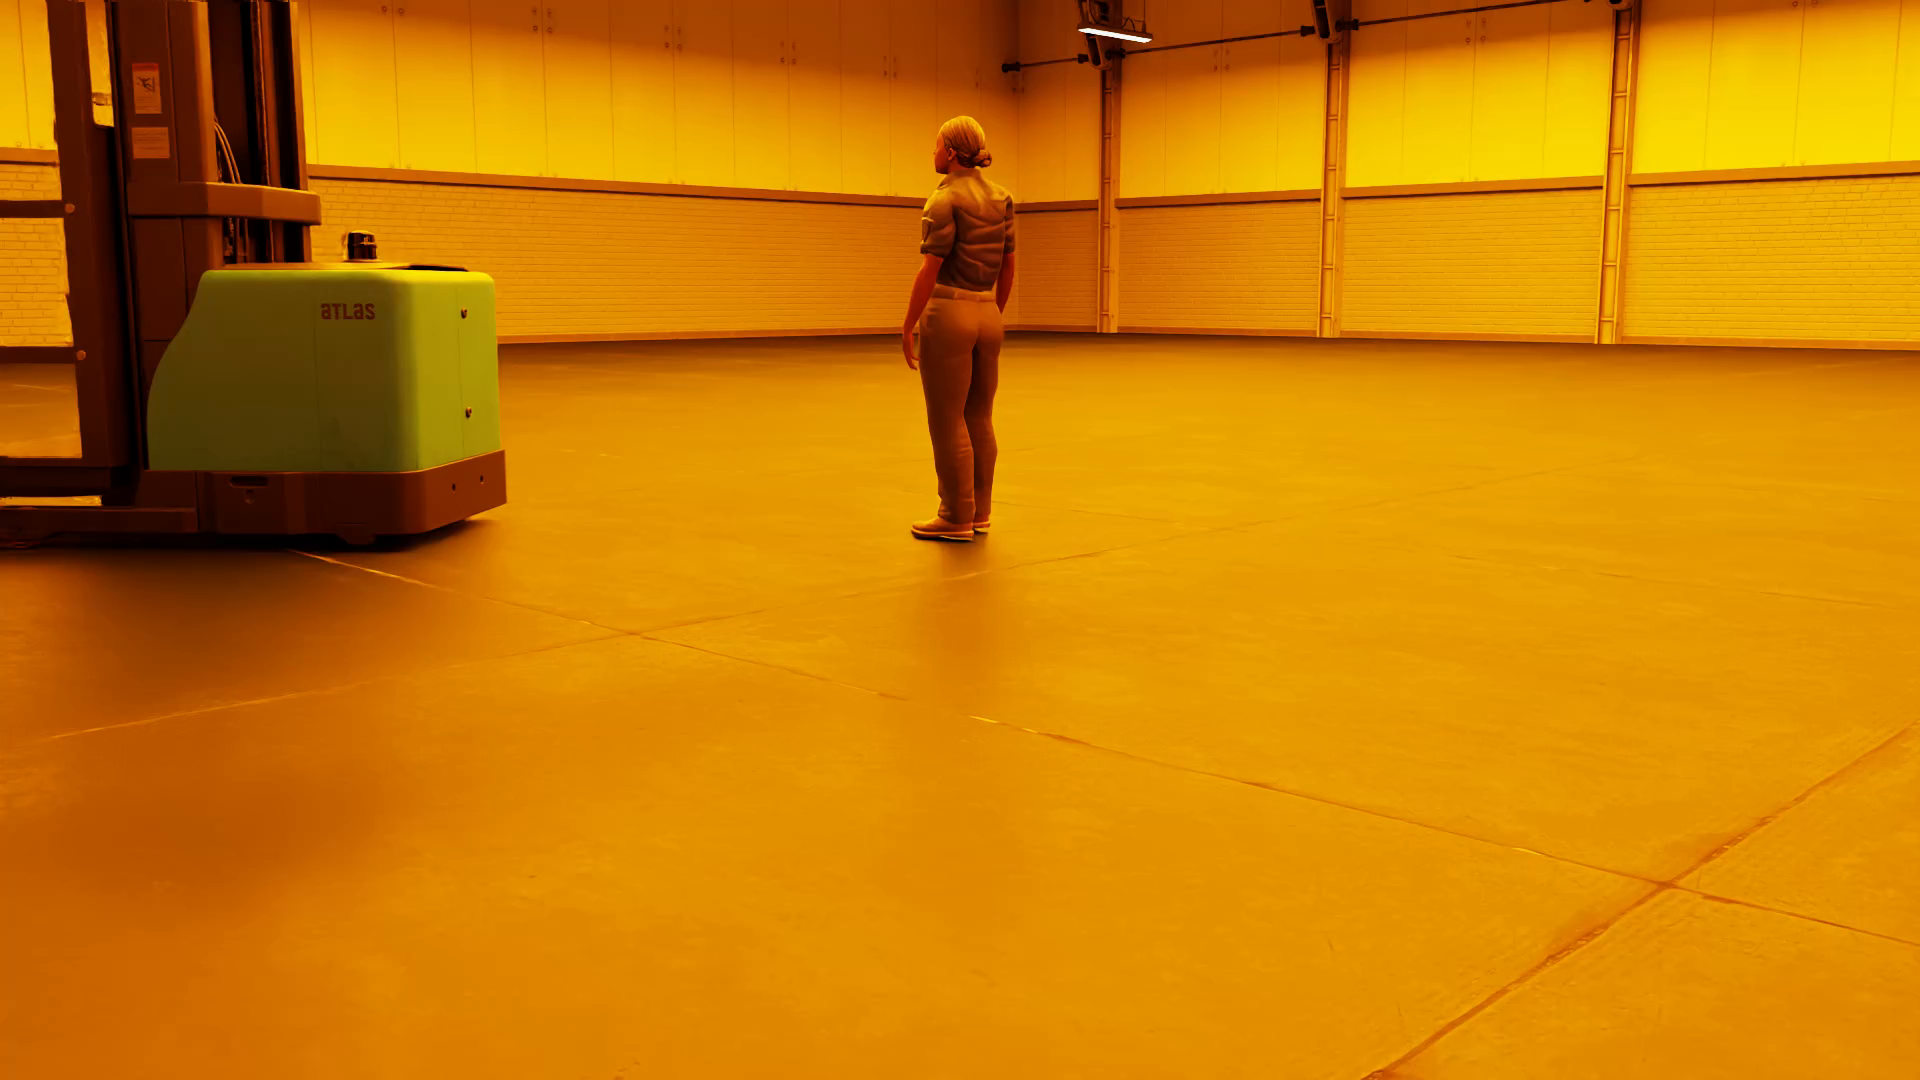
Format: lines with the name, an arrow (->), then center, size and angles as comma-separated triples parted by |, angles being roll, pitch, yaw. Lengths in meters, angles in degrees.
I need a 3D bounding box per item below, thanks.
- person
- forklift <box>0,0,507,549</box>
person -> -0.050, -0.836, 6.667 | 0.503, 1.656, 0.570 | 8, 12, 43
forklift -> -3.536, -1.493, 6.790 | 3.031, 2.935, 1.130 | 1, 9, 5
